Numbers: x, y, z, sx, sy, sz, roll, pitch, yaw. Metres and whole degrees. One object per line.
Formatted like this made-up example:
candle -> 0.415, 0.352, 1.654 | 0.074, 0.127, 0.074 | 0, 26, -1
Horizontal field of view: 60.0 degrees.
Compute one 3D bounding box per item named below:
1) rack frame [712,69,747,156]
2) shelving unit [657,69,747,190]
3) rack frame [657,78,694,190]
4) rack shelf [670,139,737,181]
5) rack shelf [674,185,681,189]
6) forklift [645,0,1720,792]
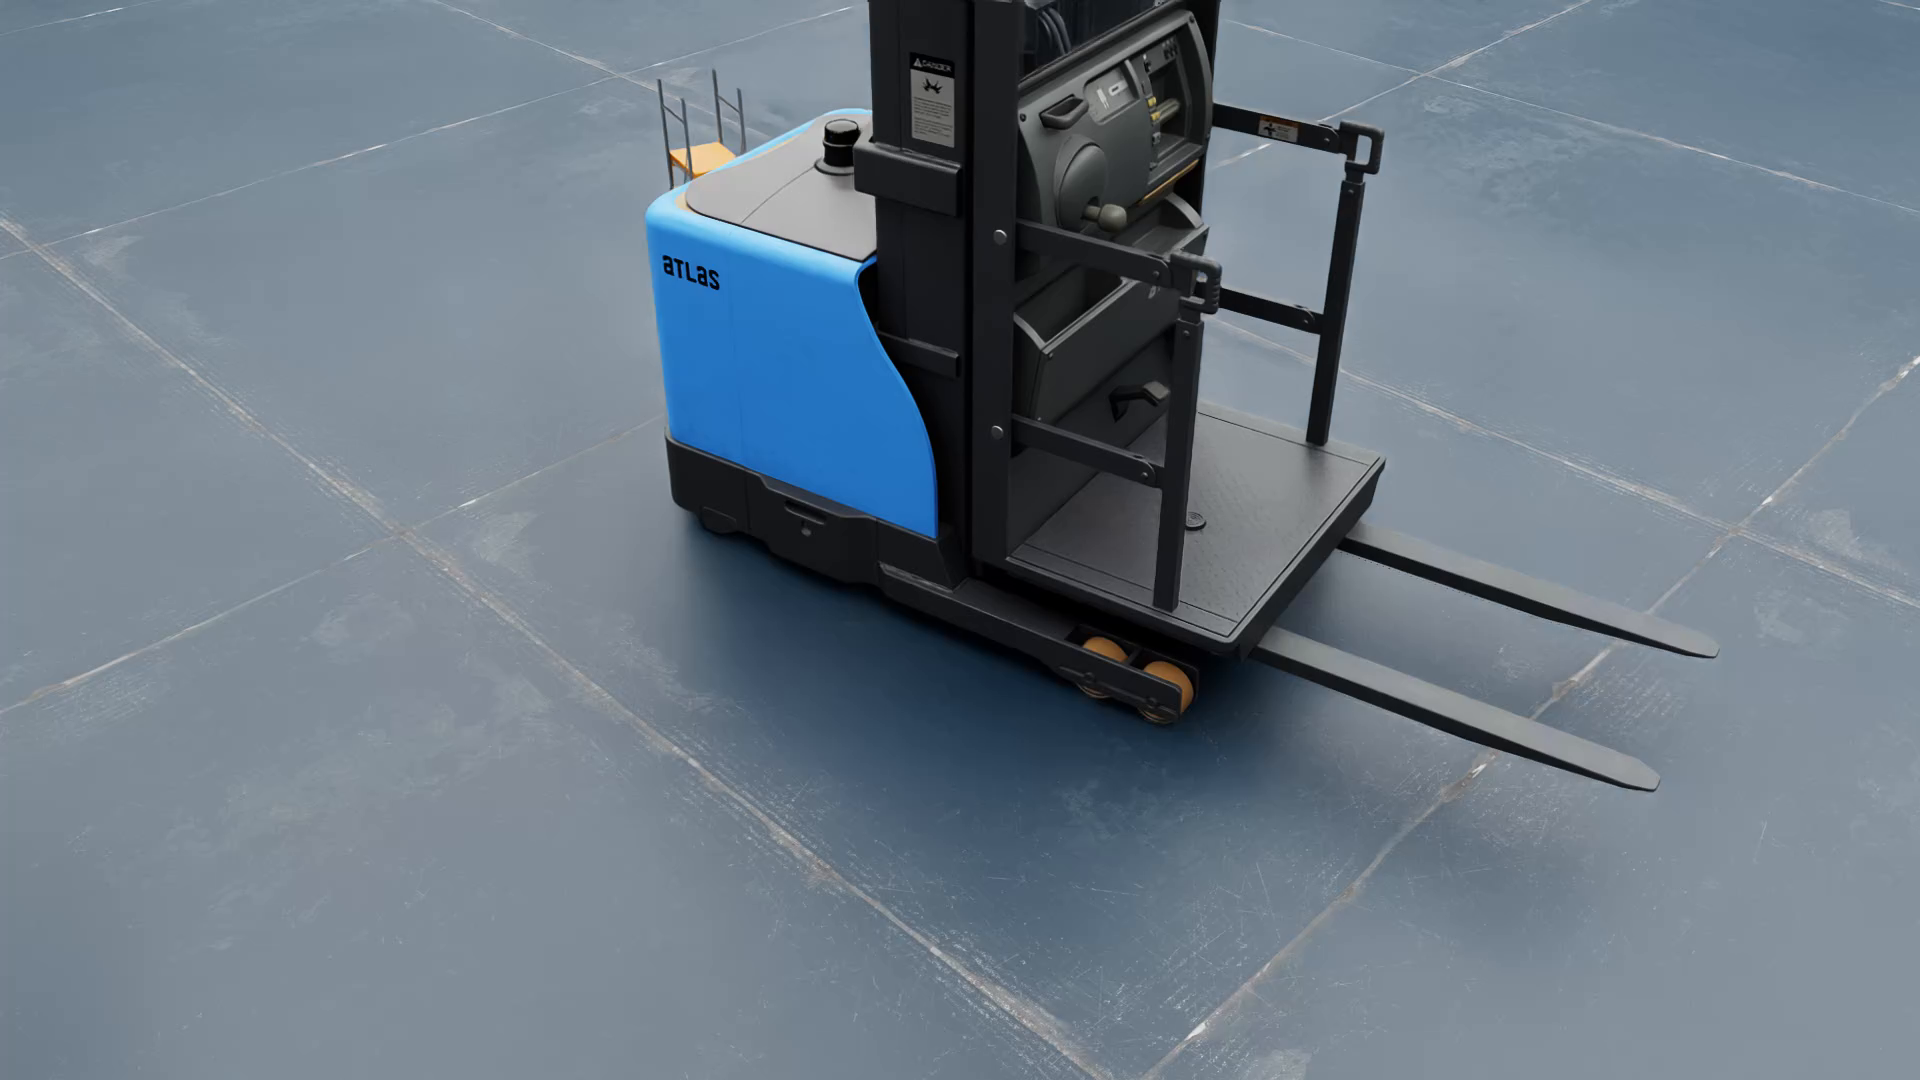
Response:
rack frame -> -0.721, -0.945, 5.545 | 0.006, 1.200, 0.240 | -17, 36, -22
shelving unit -> -0.801, -0.920, 5.510 | 0.189, 1.200, 0.258 | -17, 36, -22
rack frame -> -0.882, -0.895, 5.475 | 0.006, 1.200, 0.240 | -17, 36, -22
rack shelf -> -0.809, -1.185, 5.339 | 0.180, 0.103, 0.258 | -17, 36, -22
rack shelf -> -0.806, -1.084, 5.404 | 0.180, 0.103, 0.258 | -17, 36, -22
forklift -> 0.589, -1.051, 4.195 | 3.031, 2.935, 1.130 | 21, 40, 27
